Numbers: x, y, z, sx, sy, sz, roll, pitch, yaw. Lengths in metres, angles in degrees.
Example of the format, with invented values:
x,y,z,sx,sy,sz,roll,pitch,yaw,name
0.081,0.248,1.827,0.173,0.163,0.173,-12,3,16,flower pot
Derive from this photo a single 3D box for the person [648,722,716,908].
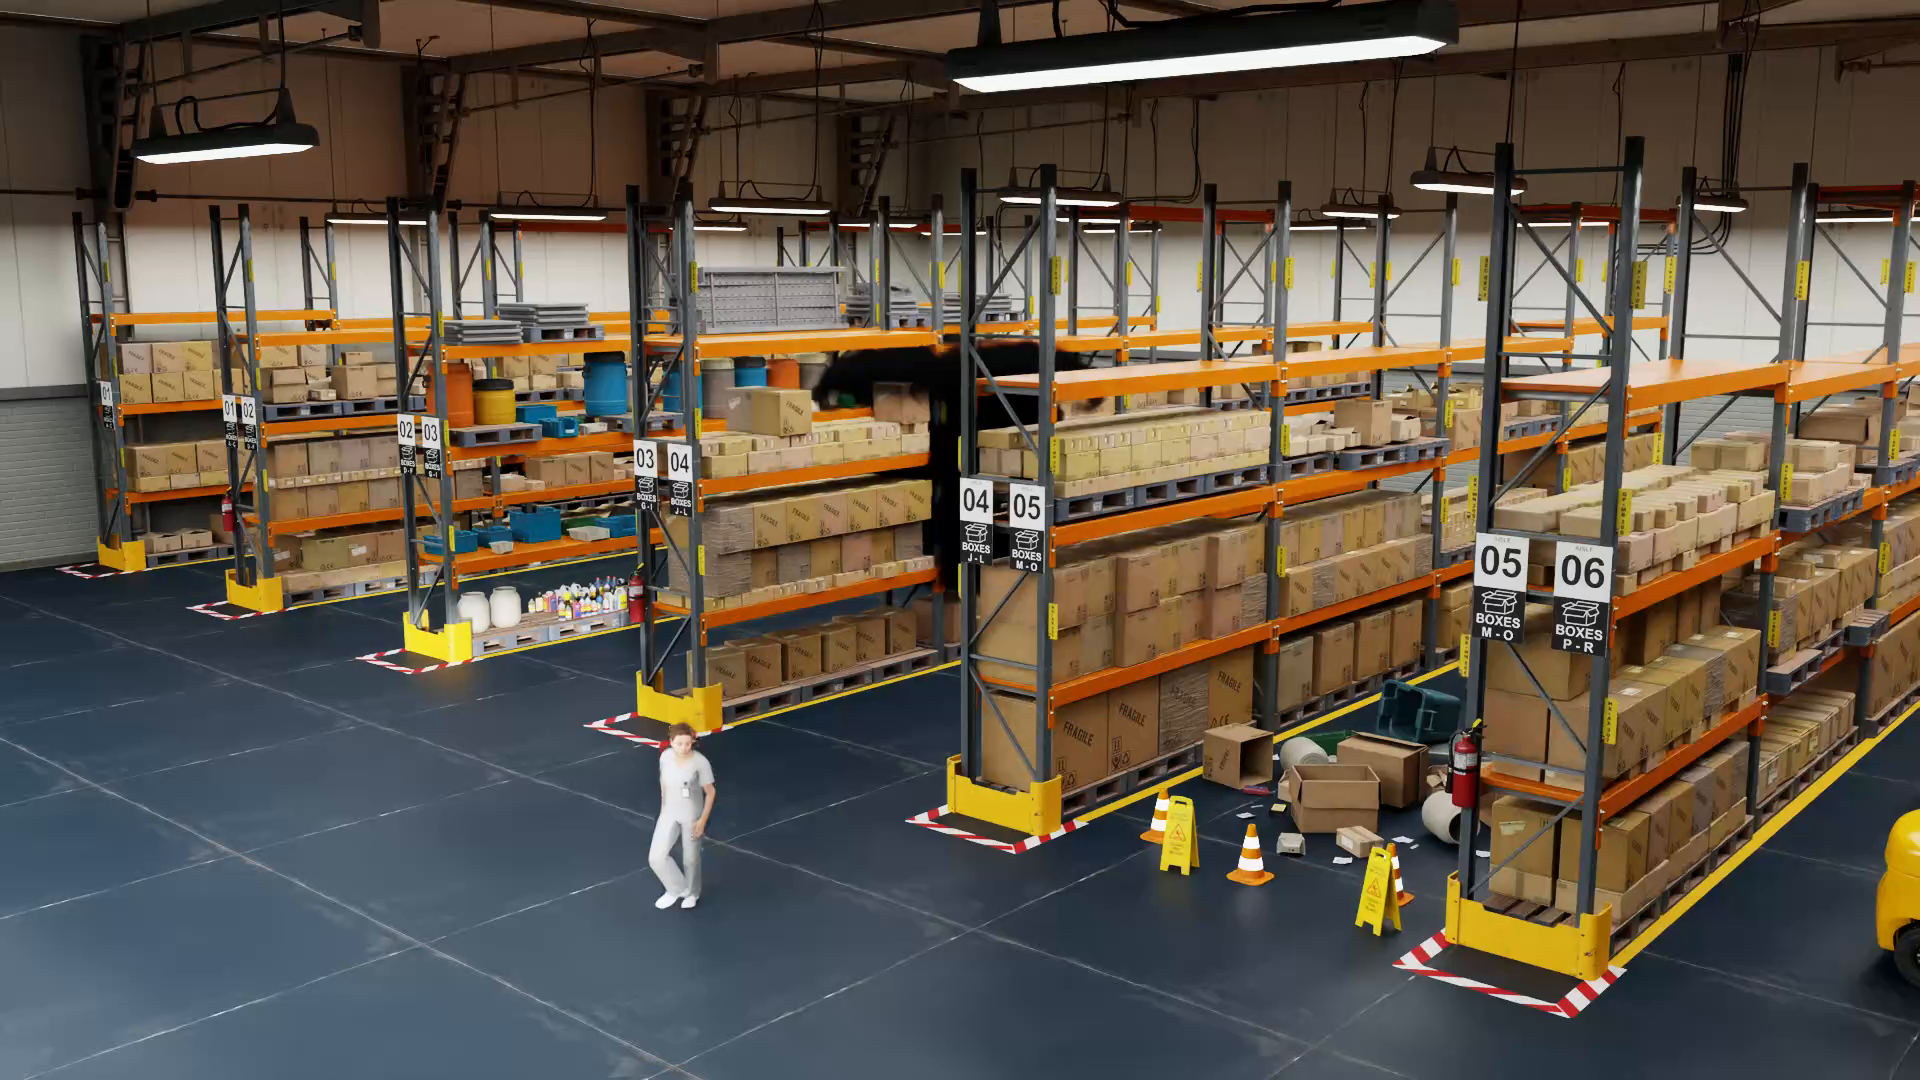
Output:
x,y,z,sx,sy,sz,roll,pitch,yaw,name
-2.171,2.190,13.193,0.559,1.618,0.687,2,10,10,person
